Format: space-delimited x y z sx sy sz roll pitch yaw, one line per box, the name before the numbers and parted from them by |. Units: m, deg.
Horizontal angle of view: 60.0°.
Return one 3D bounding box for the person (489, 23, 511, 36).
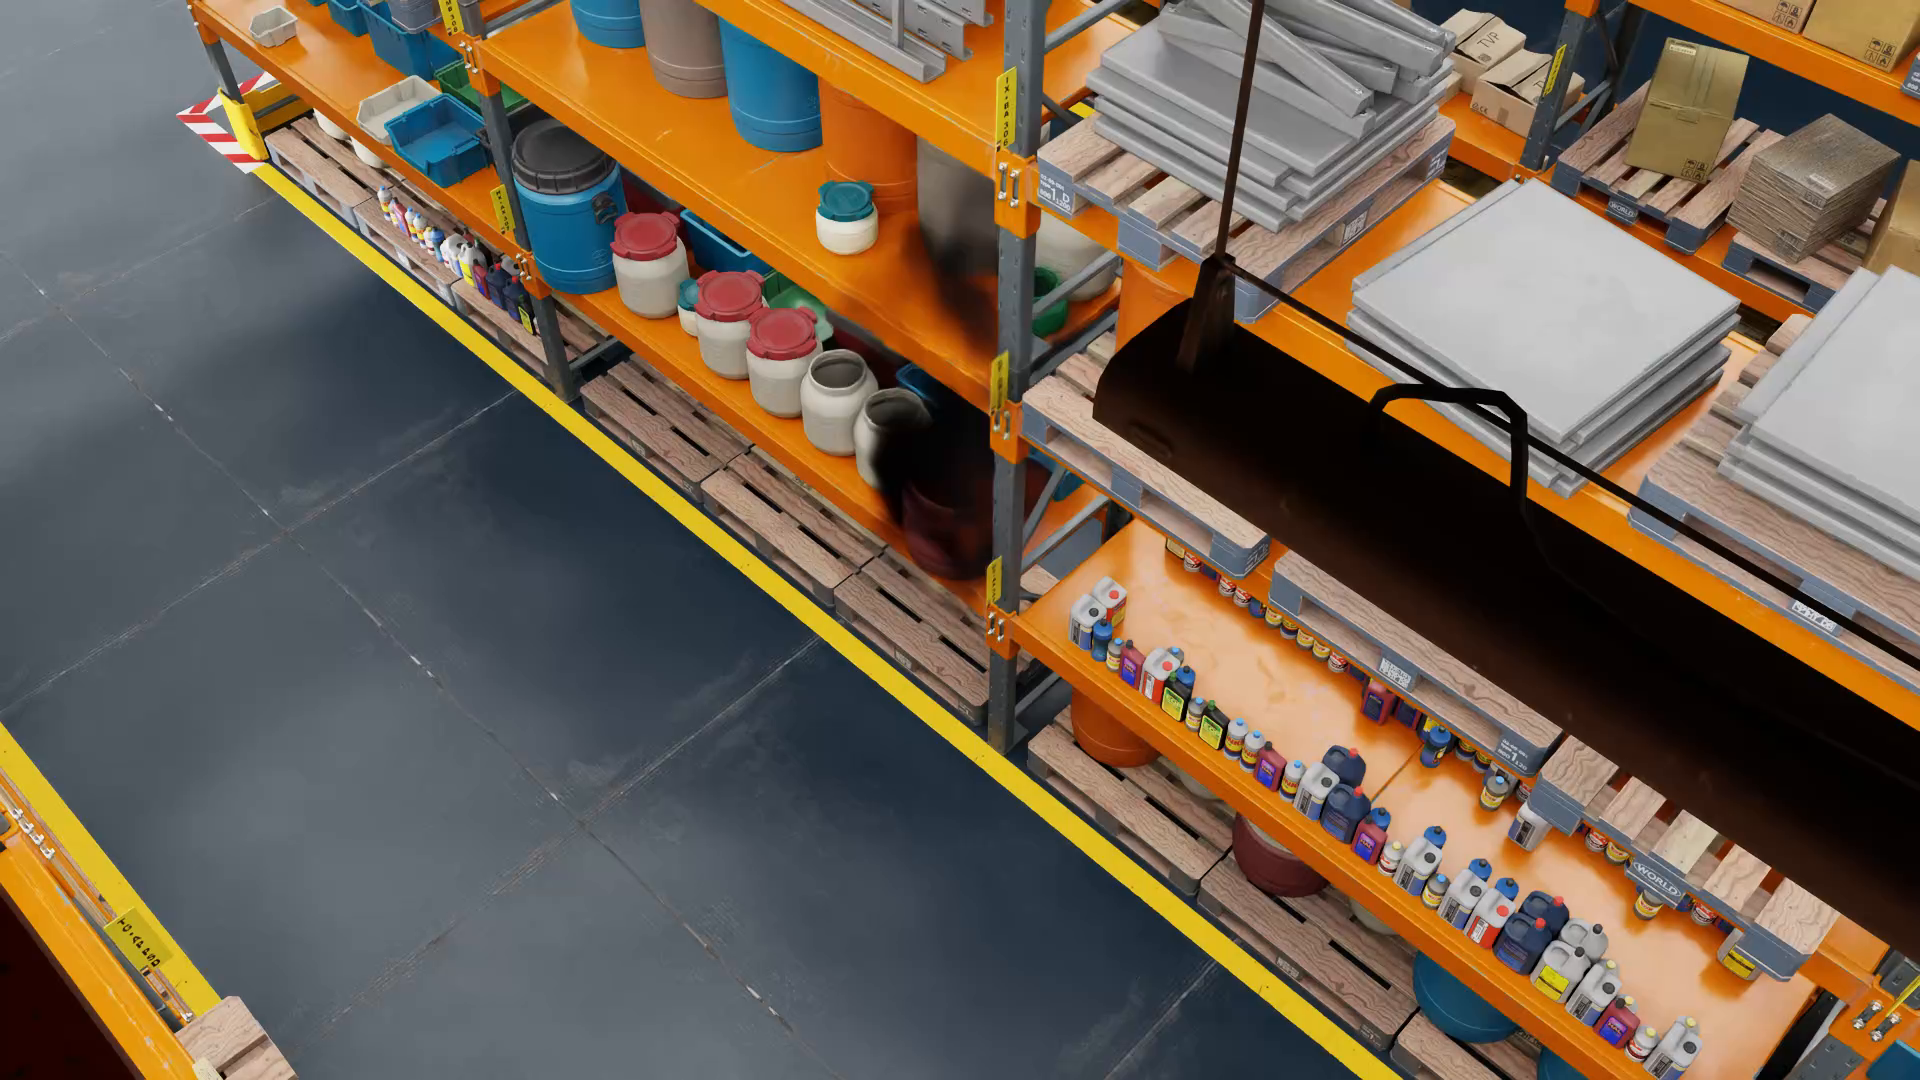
person | -3.880 -4.726 13.229 0.568 1.745 0.715 24 54 19
